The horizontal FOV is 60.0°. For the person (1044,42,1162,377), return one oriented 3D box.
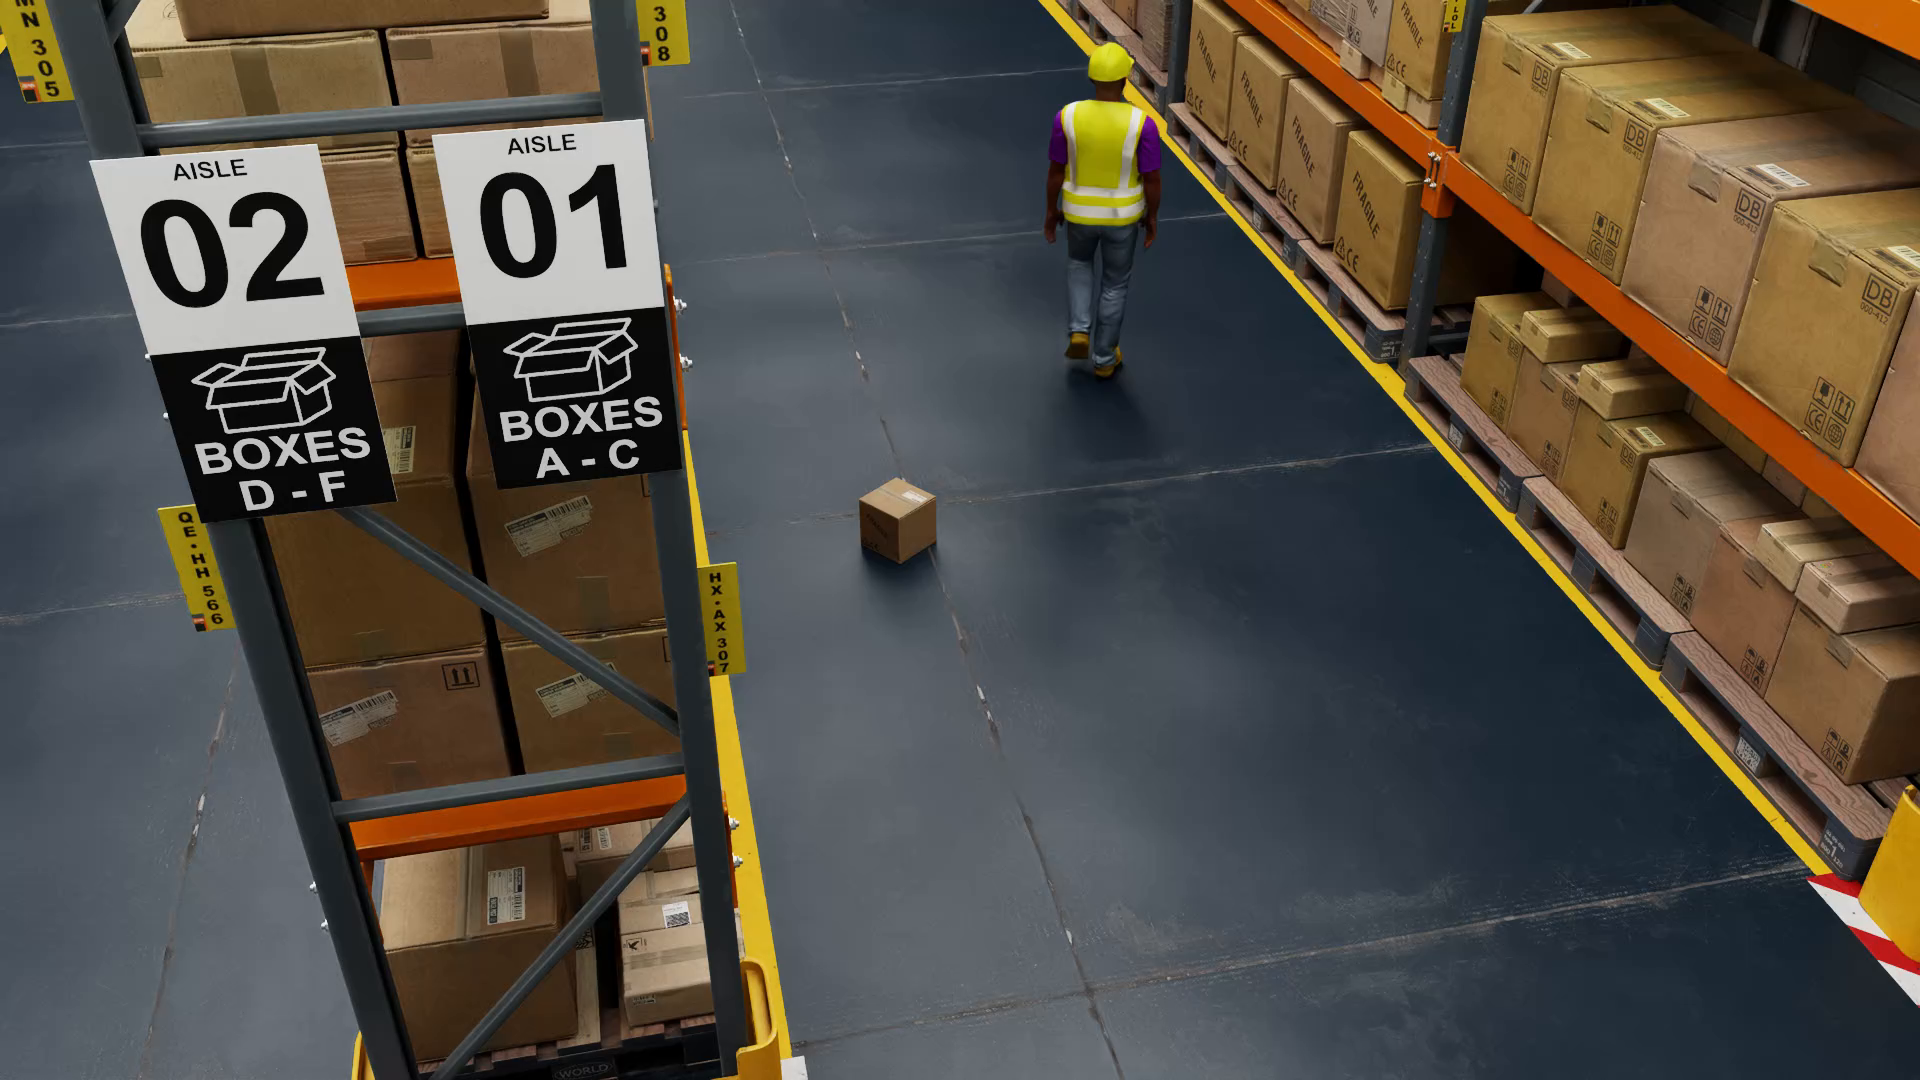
[{"bbox_3d":[0.747,-1.701,8.584,0.592,1.765,0.454,10,35,14],"label":"person"}]
